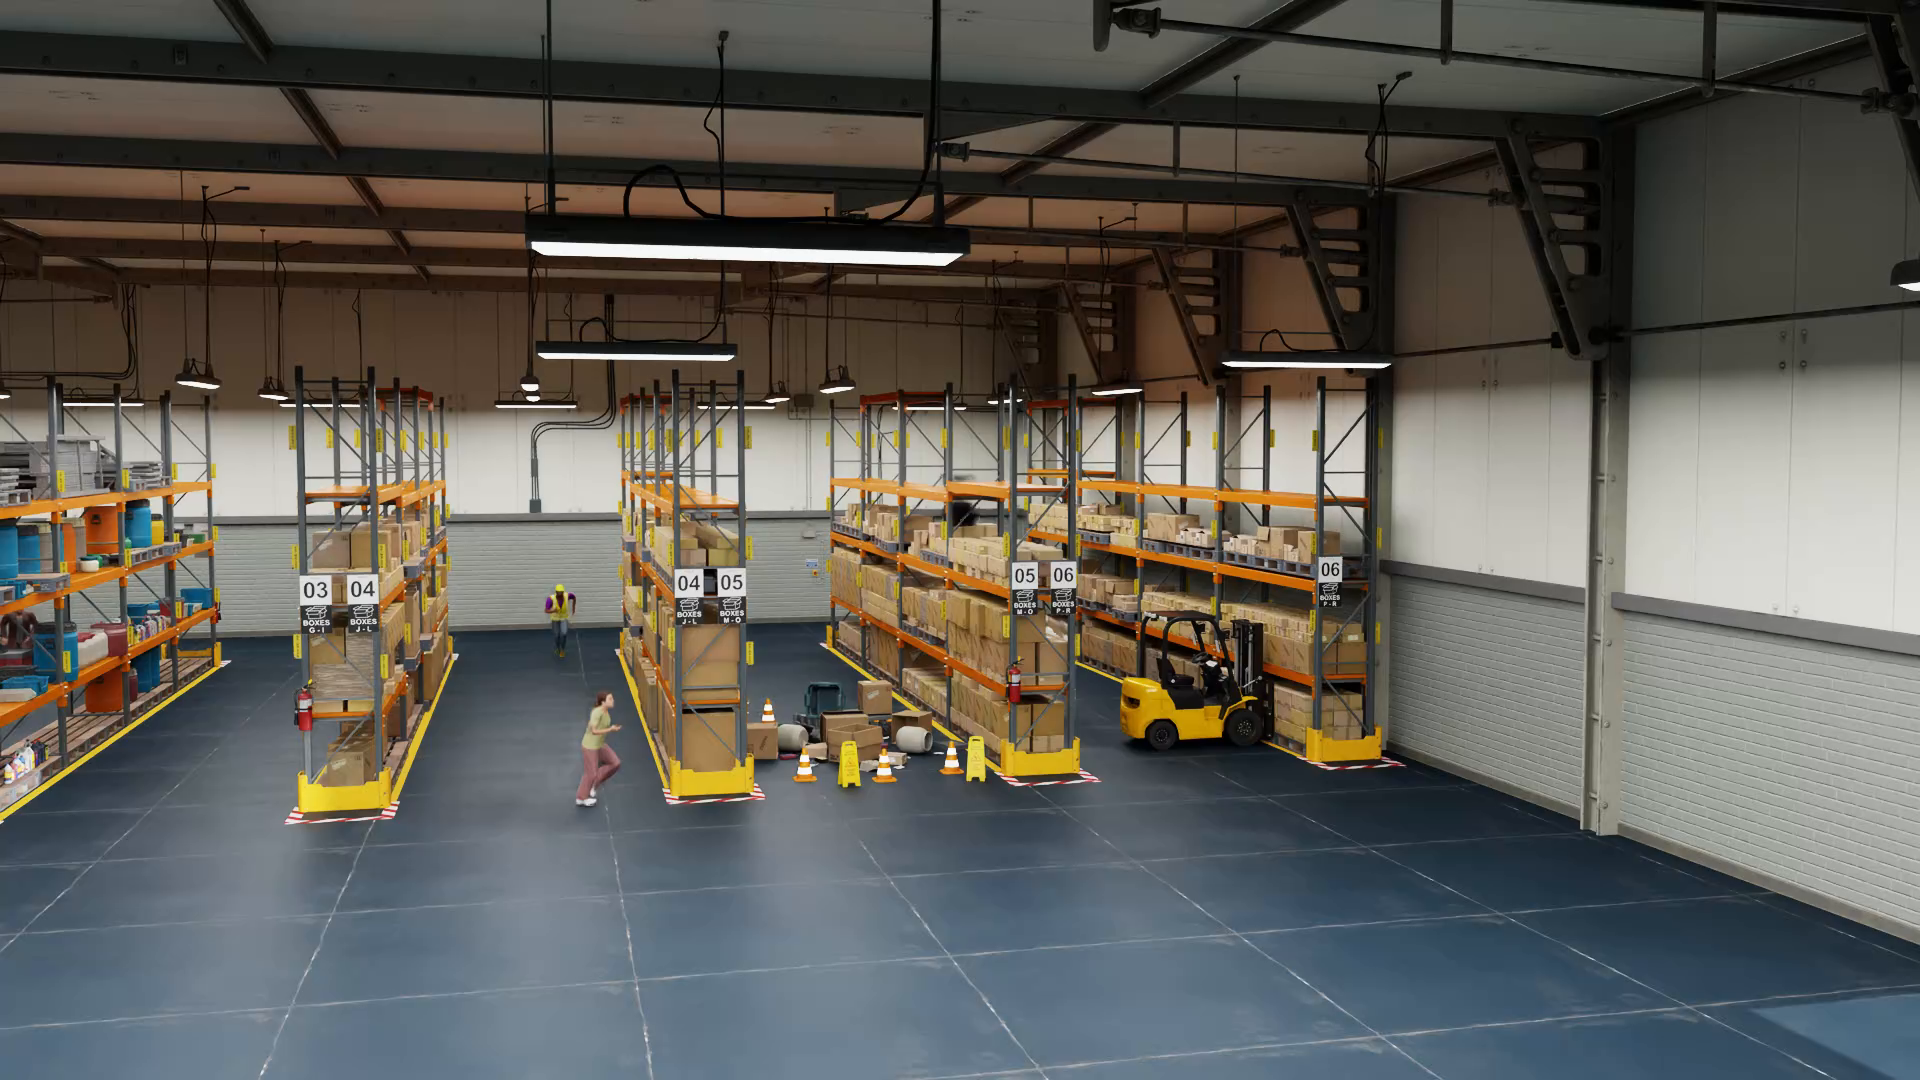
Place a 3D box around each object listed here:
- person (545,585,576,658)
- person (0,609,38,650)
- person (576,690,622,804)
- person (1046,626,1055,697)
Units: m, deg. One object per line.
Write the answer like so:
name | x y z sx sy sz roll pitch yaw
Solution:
person | -9.232 1.890 38.428 0.713 1.758 0.923 -1 4 -16
person | -19.474 2.099 34.427 0.720 1.712 0.705 -2 4 -30
person | -4.944 2.838 22.747 0.741 1.588 0.547 1 4 17
person | 1.498 2.230 31.224 0.685 1.765 0.974 -1 4 -18
